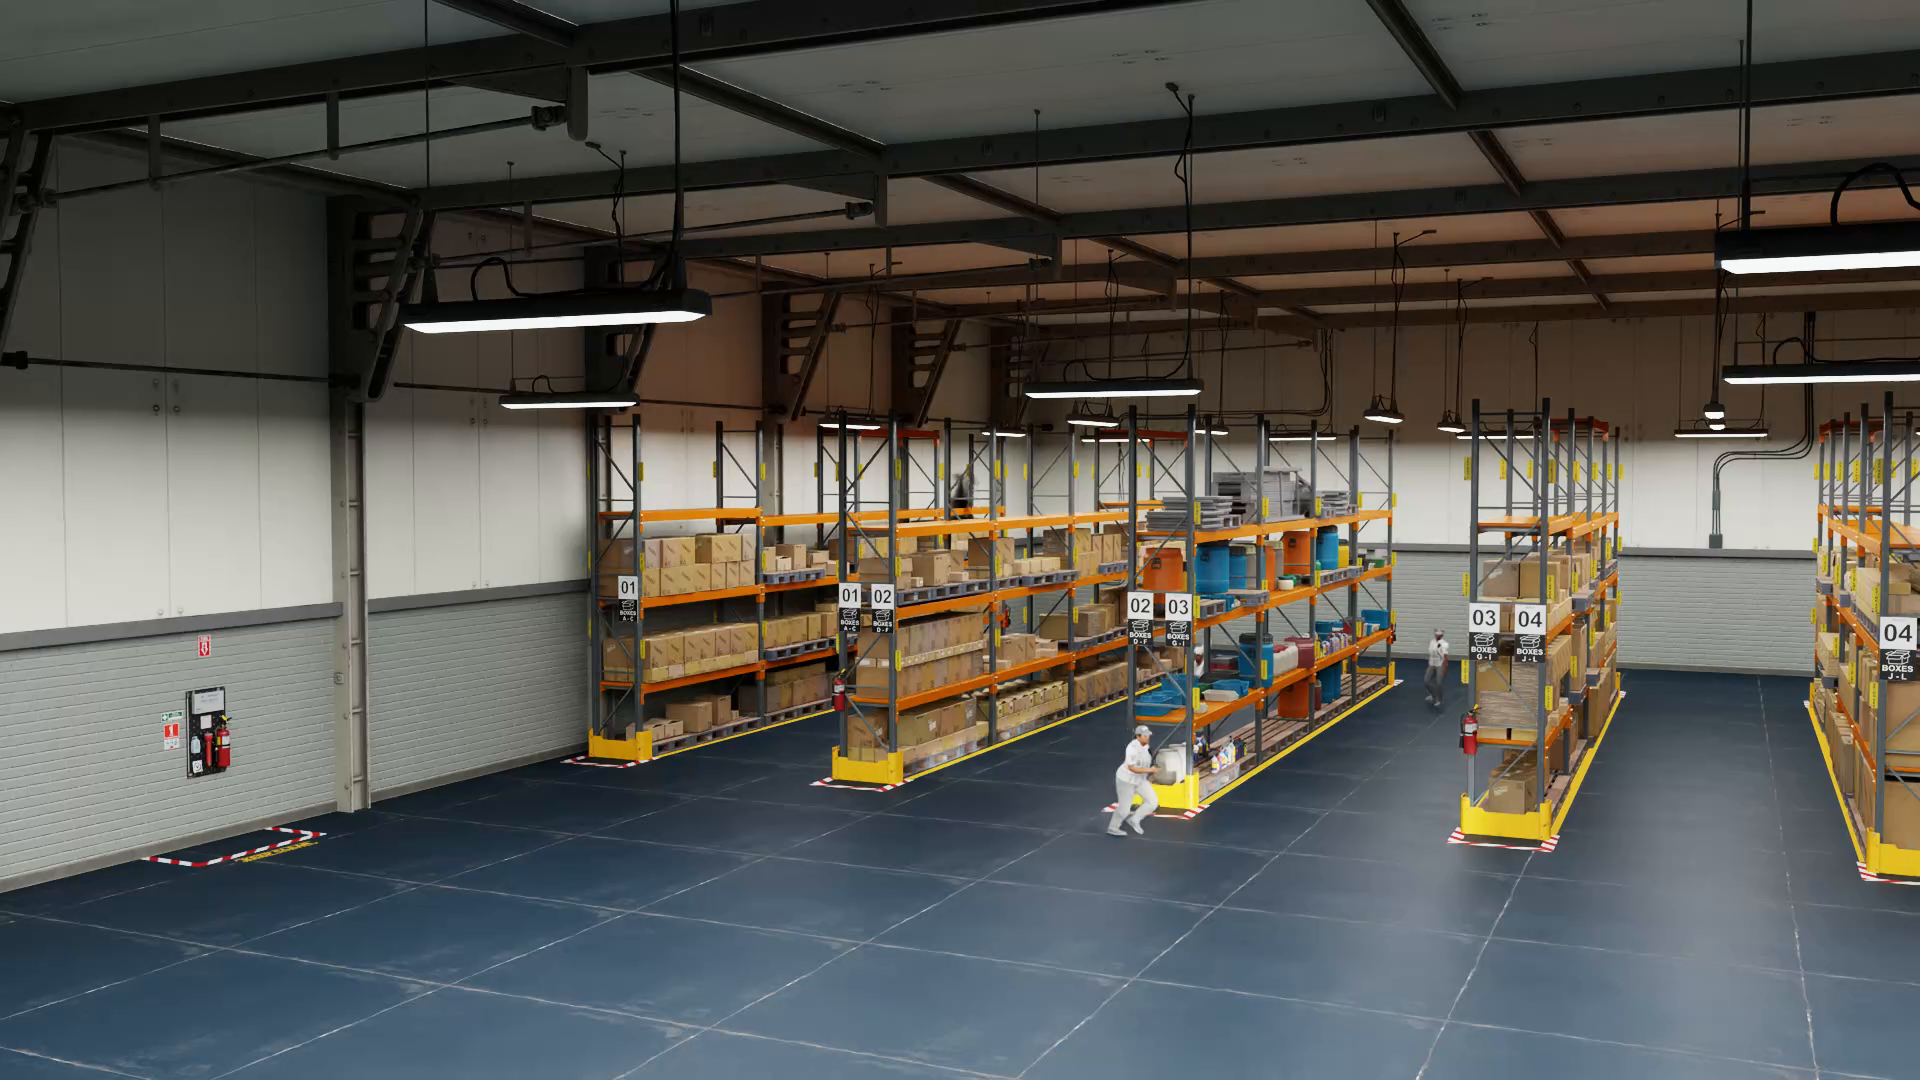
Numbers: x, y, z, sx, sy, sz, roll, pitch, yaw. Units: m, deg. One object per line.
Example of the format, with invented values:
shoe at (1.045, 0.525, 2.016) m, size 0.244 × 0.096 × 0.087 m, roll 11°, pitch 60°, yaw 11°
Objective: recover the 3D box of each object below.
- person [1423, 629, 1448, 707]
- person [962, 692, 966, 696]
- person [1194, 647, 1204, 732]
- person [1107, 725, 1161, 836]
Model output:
person at (10.187, 2.720, 35.524) m, size 0.465 × 1.696 × 0.583 m, roll -2°, pitch 3°, yaw -40°
person at (-0.058, 2.864, 33.946) m, size 0.566 × 1.546 × 0.740 m, roll -1°, pitch 2°, yaw -13°
person at (4.537, 2.870, 31.829) m, size 0.580 × 1.688 × 0.910 m, roll -1°, pitch 3°, yaw -25°
person at (2.395, 3.279, 22.659) m, size 0.869 × 1.556 × 0.598 m, roll 2°, pitch 3°, yaw 44°
